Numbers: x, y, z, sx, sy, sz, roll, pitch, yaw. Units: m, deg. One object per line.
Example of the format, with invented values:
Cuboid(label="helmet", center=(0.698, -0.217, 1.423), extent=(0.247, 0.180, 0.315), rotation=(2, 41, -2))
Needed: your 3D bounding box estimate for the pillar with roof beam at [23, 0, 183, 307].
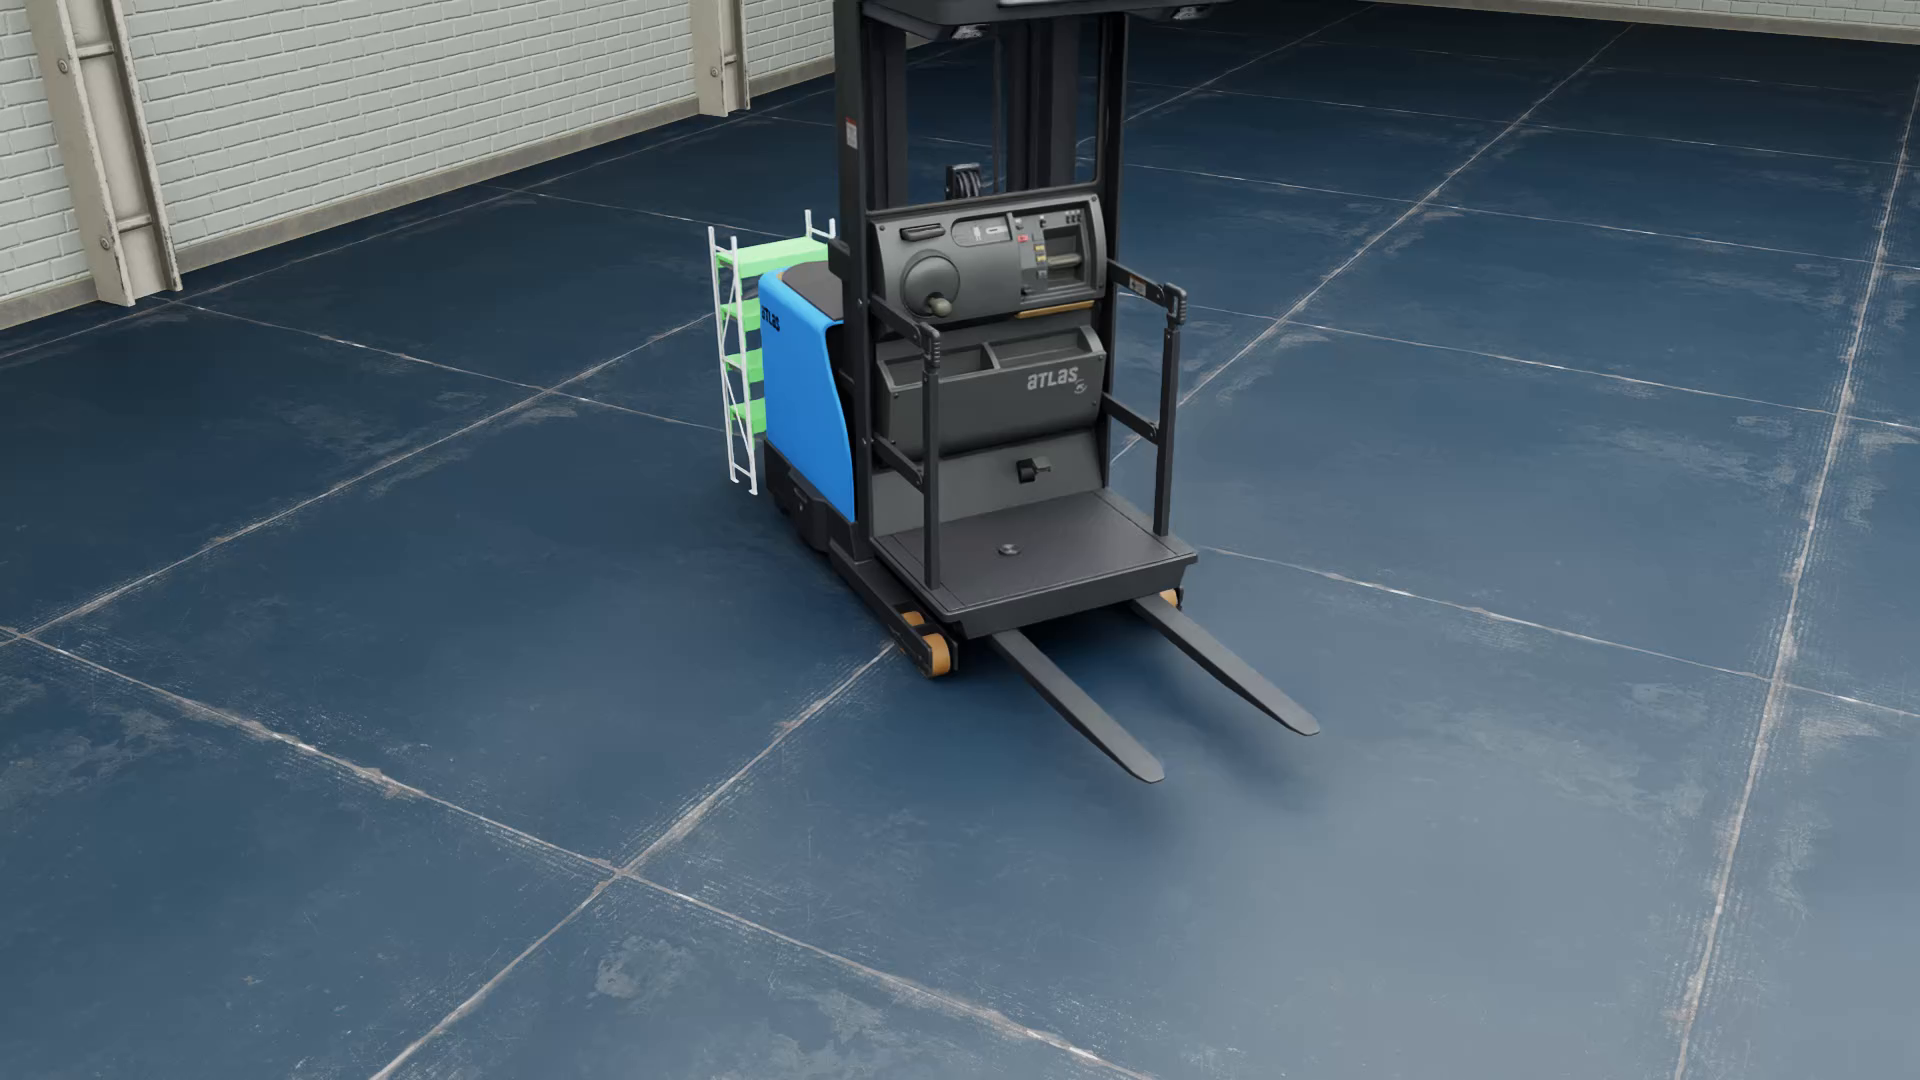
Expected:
Cuboid(label="pillar with roof beam", center=(-1.329, -4.600, 6.386), extent=(9.100, 9.000, 0.400), rotation=(14, 30, 26))

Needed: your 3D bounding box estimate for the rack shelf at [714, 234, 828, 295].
Cuboid(label="rack shelf", center=(-0.828, -1.233, 7.431), extent=(0.480, 0.148, 0.258), rotation=(-17, 28, -30))

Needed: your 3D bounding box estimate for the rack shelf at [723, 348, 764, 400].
Cuboid(label="rack shelf", center=(-0.816, -0.796, 7.629), extent=(0.480, 0.148, 0.258), rotation=(-17, 28, -30))

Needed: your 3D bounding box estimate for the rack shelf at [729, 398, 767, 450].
Cuboid(label="rack shelf", center=(-0.810, -0.577, 7.728), extent=(0.480, 0.148, 0.258), rotation=(-17, 28, -30))

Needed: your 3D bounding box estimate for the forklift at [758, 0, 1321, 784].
Cuboid(label="forklift", center=(0.222, -1.021, 6.016), extent=(1.130, 2.935, 3.031), rotation=(-13, 29, -23))

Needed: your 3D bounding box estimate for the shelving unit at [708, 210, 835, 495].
Cuboid(label="shelving unit", center=(-0.818, -0.854, 7.602), extent=(0.503, 1.200, 0.258), rotation=(-17, 28, -30))

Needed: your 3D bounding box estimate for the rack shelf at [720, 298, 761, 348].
Cuboid(label="rack shelf", center=(-0.822, -1.014, 7.530), extent=(0.480, 0.148, 0.258), rotation=(-17, 28, -30))

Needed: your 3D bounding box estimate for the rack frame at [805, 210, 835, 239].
Cuboid(label="rack frame", center=(-0.615, -0.915, 7.725), extent=(0.015, 1.200, 0.240), rotation=(-17, 28, -30))

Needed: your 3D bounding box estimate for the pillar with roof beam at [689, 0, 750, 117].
Cuboid(label="pillar with roof beam", center=(1.623, -6.938, 11.058), extent=(9.100, 9.000, 0.400), rotation=(14, 30, 26))

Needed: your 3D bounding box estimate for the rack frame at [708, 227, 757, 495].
Cuboid(label="rack frame", center=(-1.020, -0.793, 7.480), extent=(0.015, 1.200, 0.240), rotation=(-17, 28, -30))
